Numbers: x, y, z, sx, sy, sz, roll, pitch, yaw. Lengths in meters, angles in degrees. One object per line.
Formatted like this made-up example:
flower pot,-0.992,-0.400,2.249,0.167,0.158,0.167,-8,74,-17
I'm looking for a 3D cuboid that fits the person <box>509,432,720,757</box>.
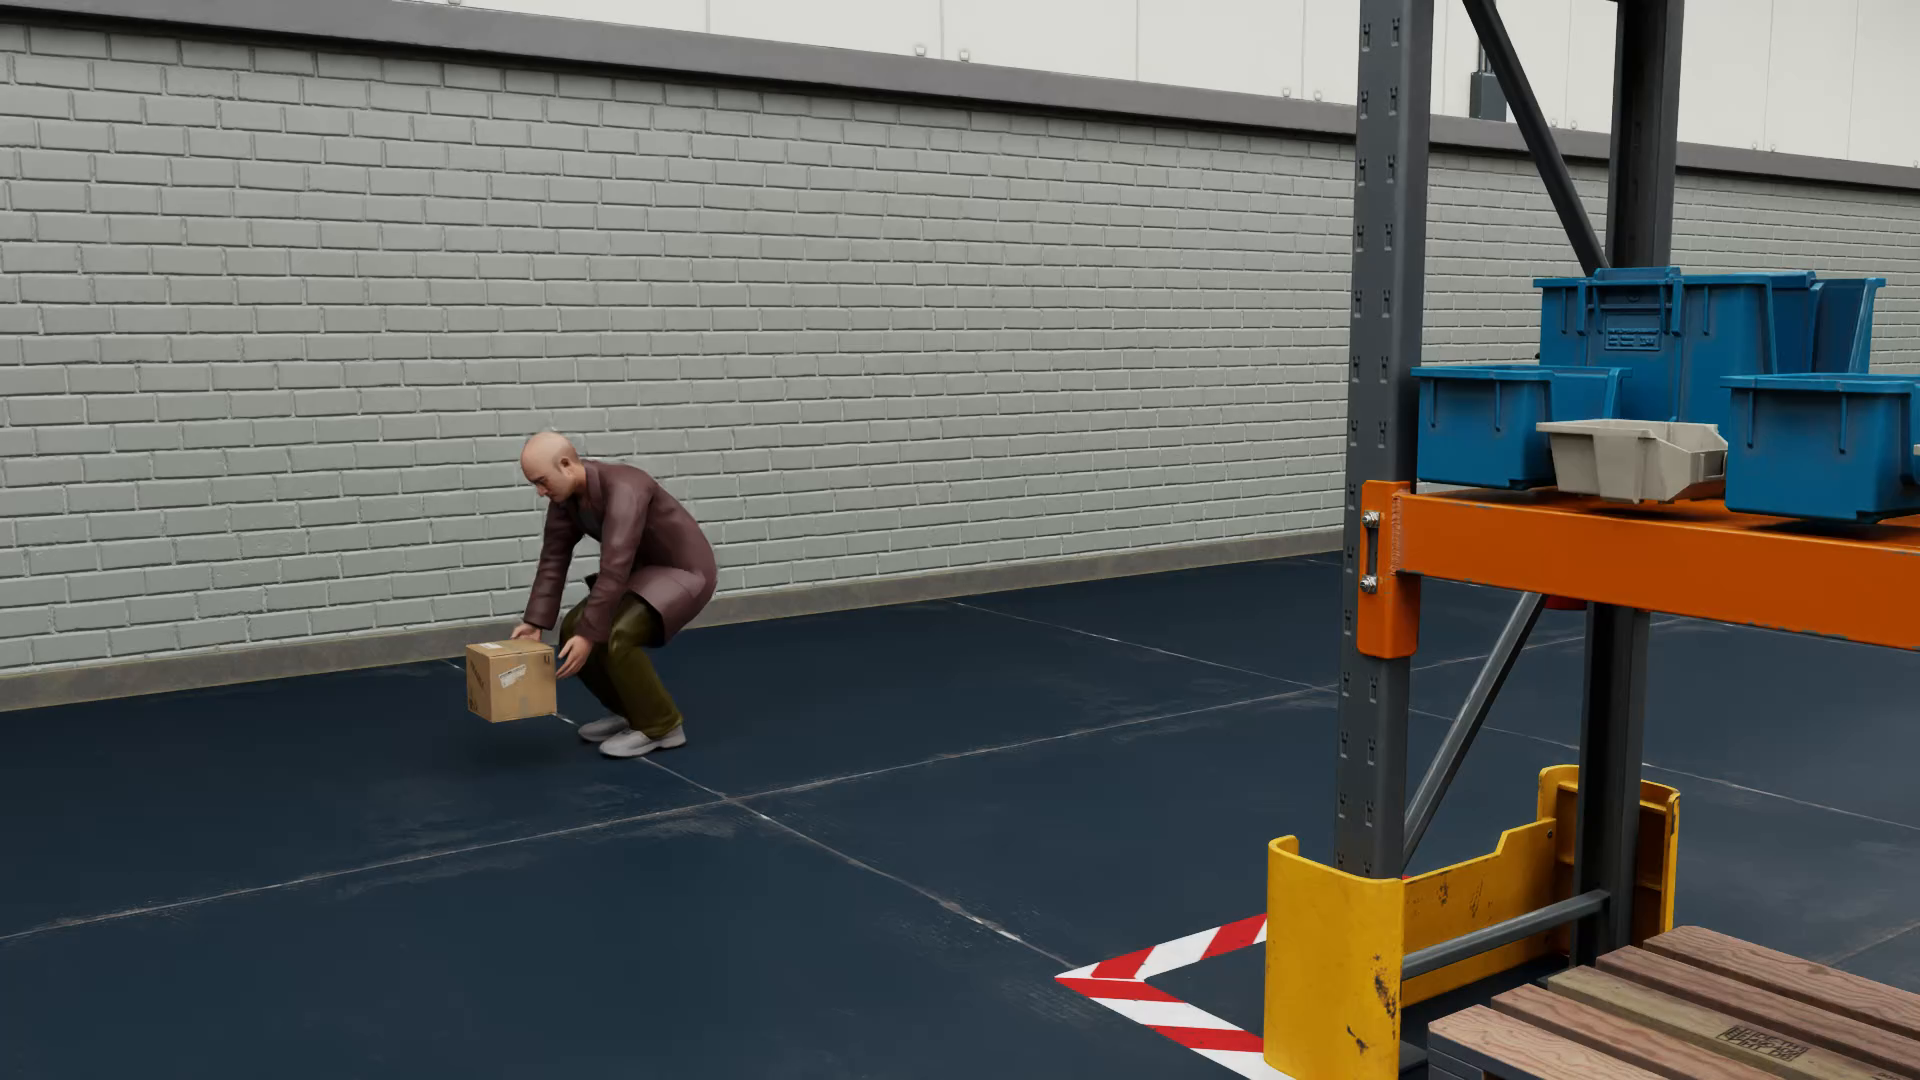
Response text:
person,-1.299,0.197,6.411,0.796,1.242,0.631,-6,9,-36
